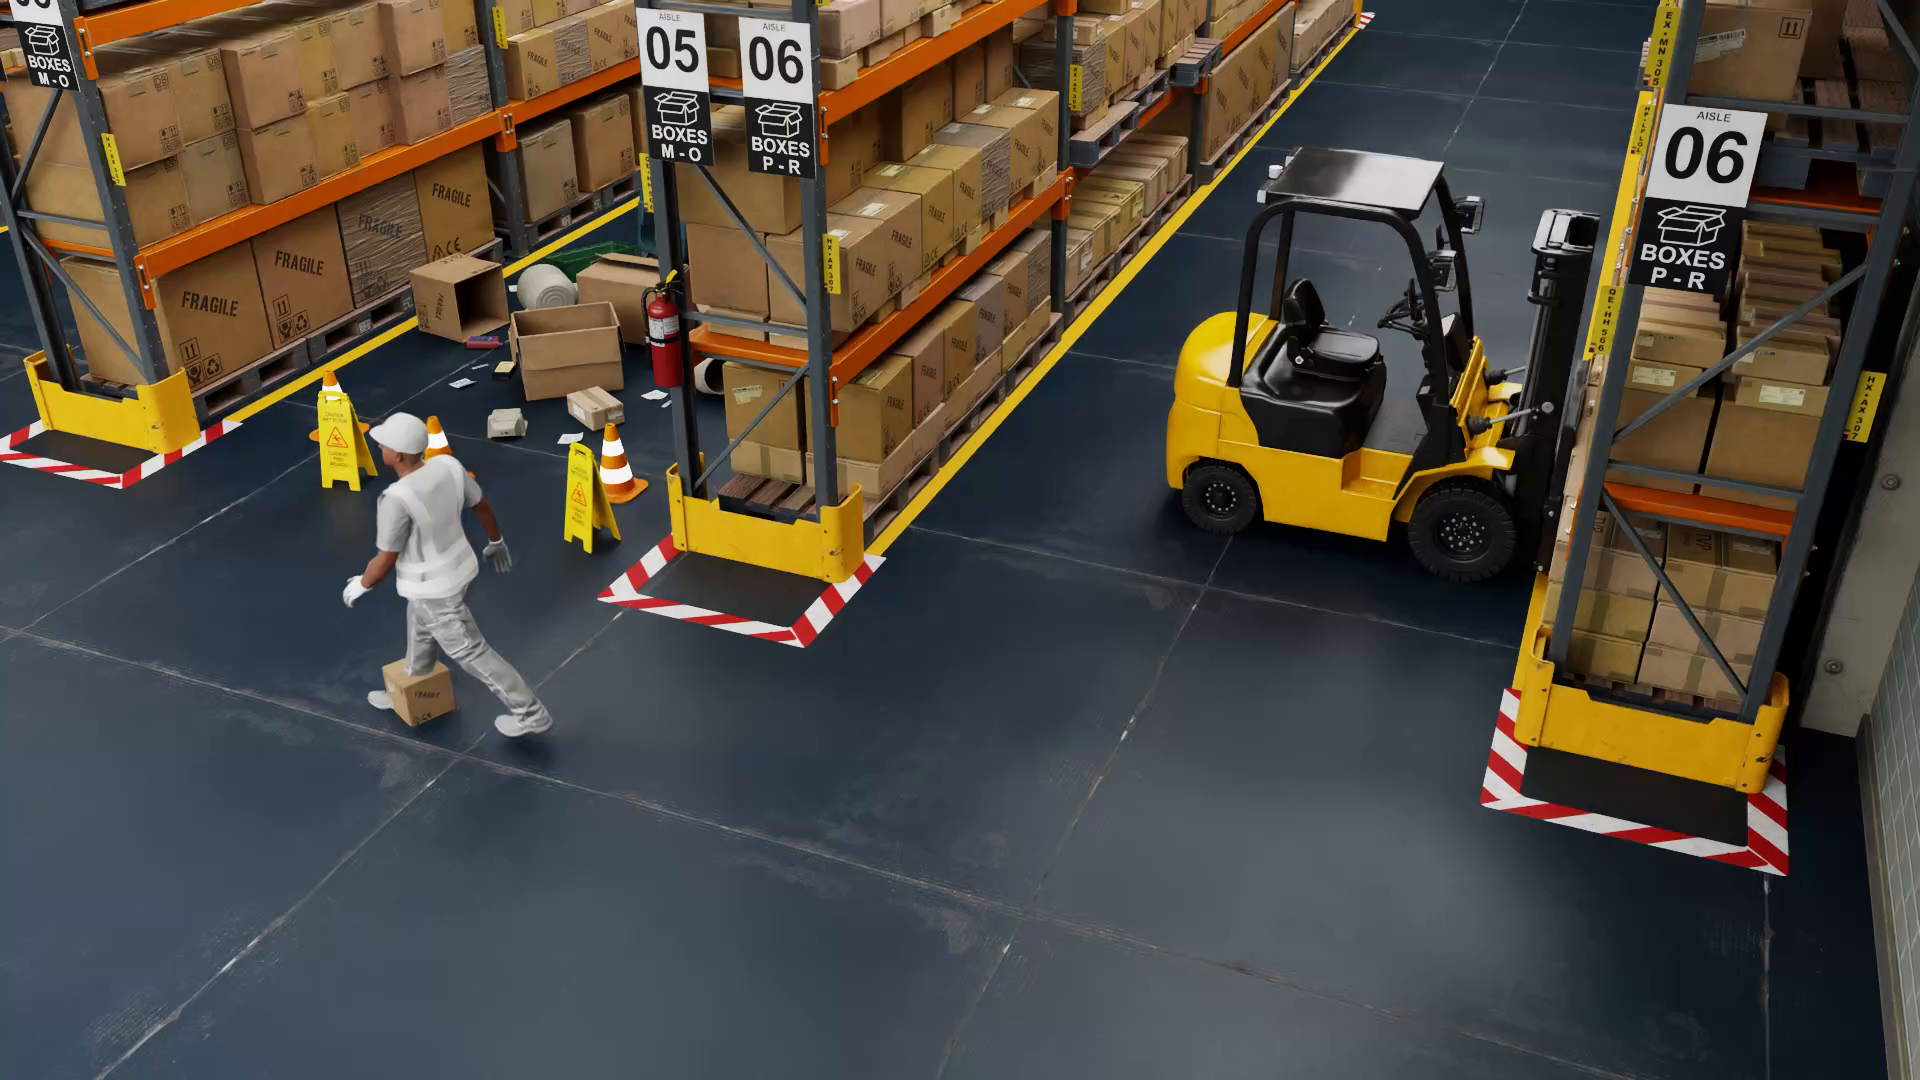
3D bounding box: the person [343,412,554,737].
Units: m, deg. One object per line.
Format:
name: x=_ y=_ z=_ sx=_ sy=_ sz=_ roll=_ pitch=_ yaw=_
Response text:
person: x=-2.560 y=0.166 z=8.135 sx=1.109 sy=1.733 sz=0.671 roll=6 pitch=30 yaw=11
